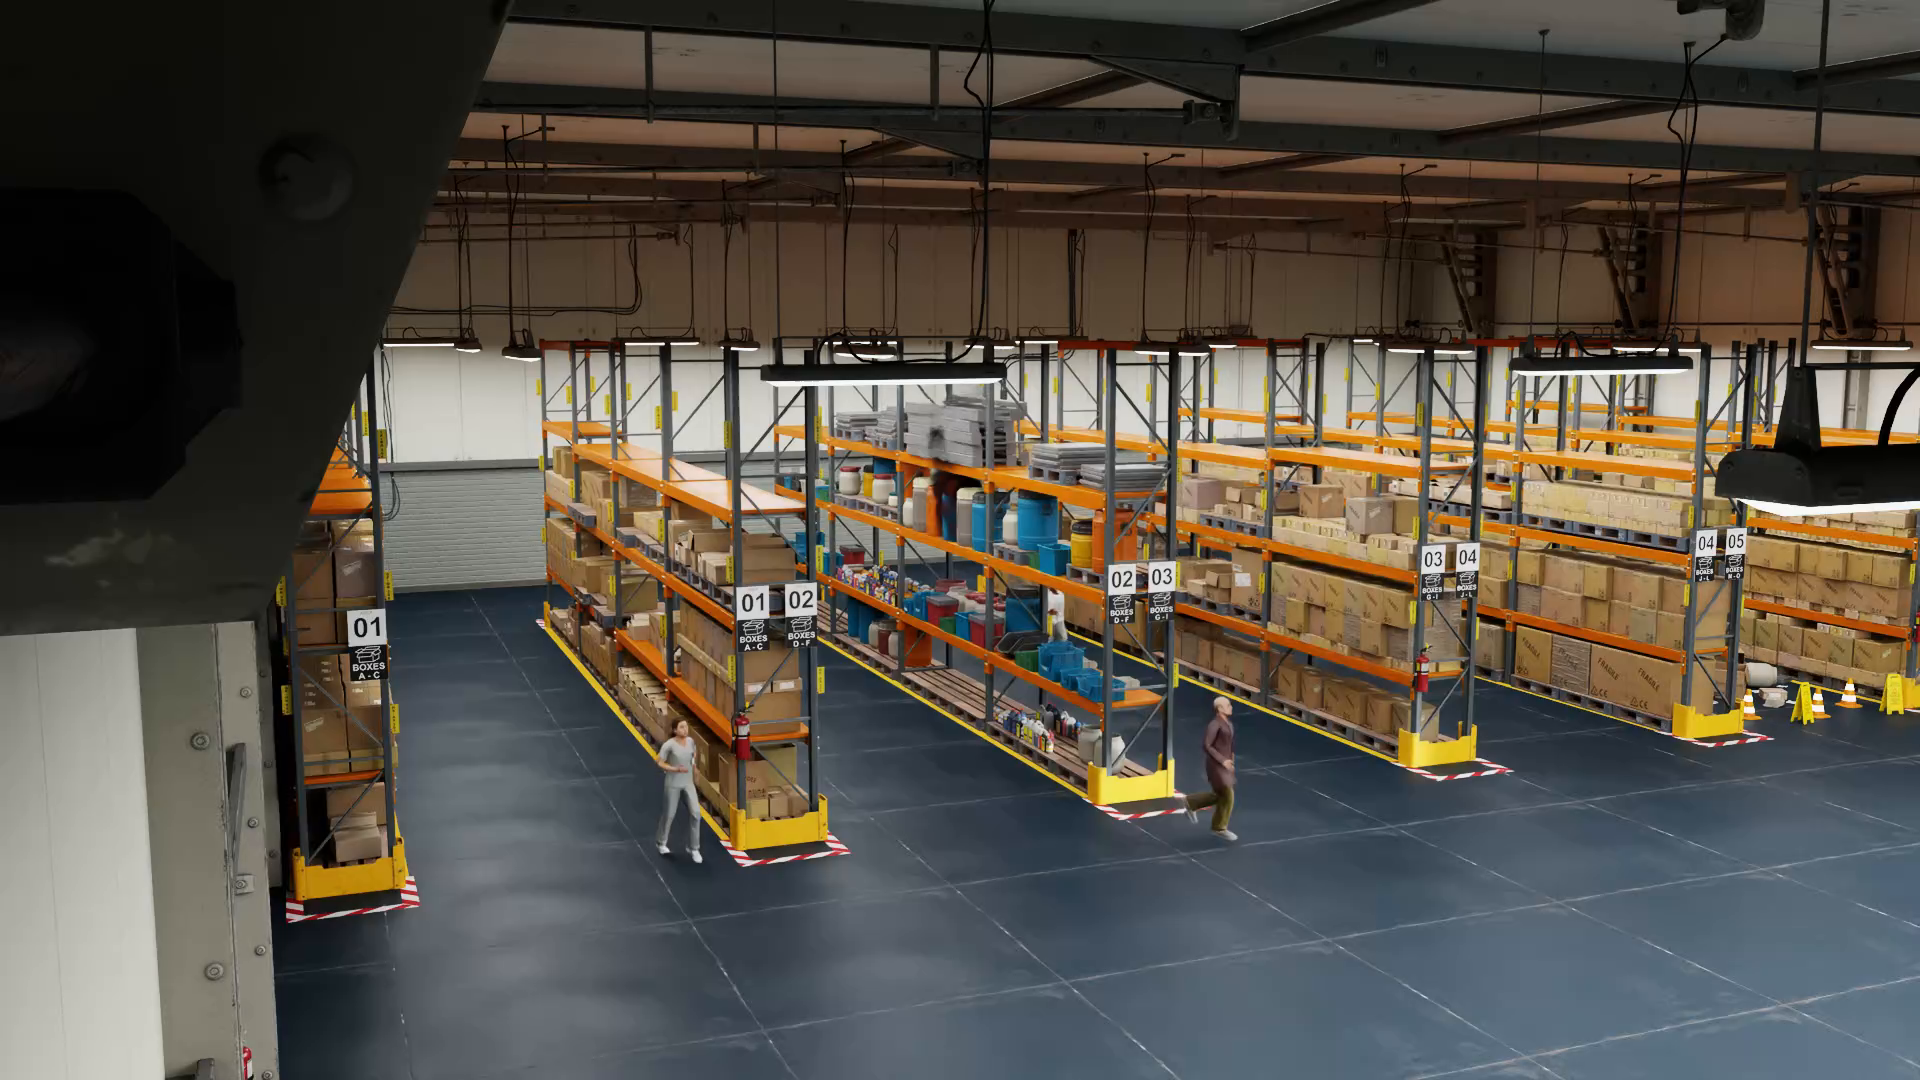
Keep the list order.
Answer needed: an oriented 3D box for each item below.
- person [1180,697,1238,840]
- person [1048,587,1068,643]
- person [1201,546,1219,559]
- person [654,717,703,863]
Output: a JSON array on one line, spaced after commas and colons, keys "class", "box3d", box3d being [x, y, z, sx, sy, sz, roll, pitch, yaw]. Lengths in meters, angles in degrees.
[{"class": "person", "box3d": [3.111, 2.800, 20.624, 0.750, 1.774, 0.727, 3, 8, 20]}, {"class": "person", "box3d": [1.709, 1.522, 30.434, 0.678, 1.805, 0.732, -4, 8, -27]}, {"class": "person", "box3d": [6.422, 0.045, 42.172, 0.534, 1.642, 0.597, -3, 8, -23]}, {"class": "person", "box3d": [-3.317, 2.943, 19.748, 0.594, 1.719, 0.696, -6, 10, -39]}]
